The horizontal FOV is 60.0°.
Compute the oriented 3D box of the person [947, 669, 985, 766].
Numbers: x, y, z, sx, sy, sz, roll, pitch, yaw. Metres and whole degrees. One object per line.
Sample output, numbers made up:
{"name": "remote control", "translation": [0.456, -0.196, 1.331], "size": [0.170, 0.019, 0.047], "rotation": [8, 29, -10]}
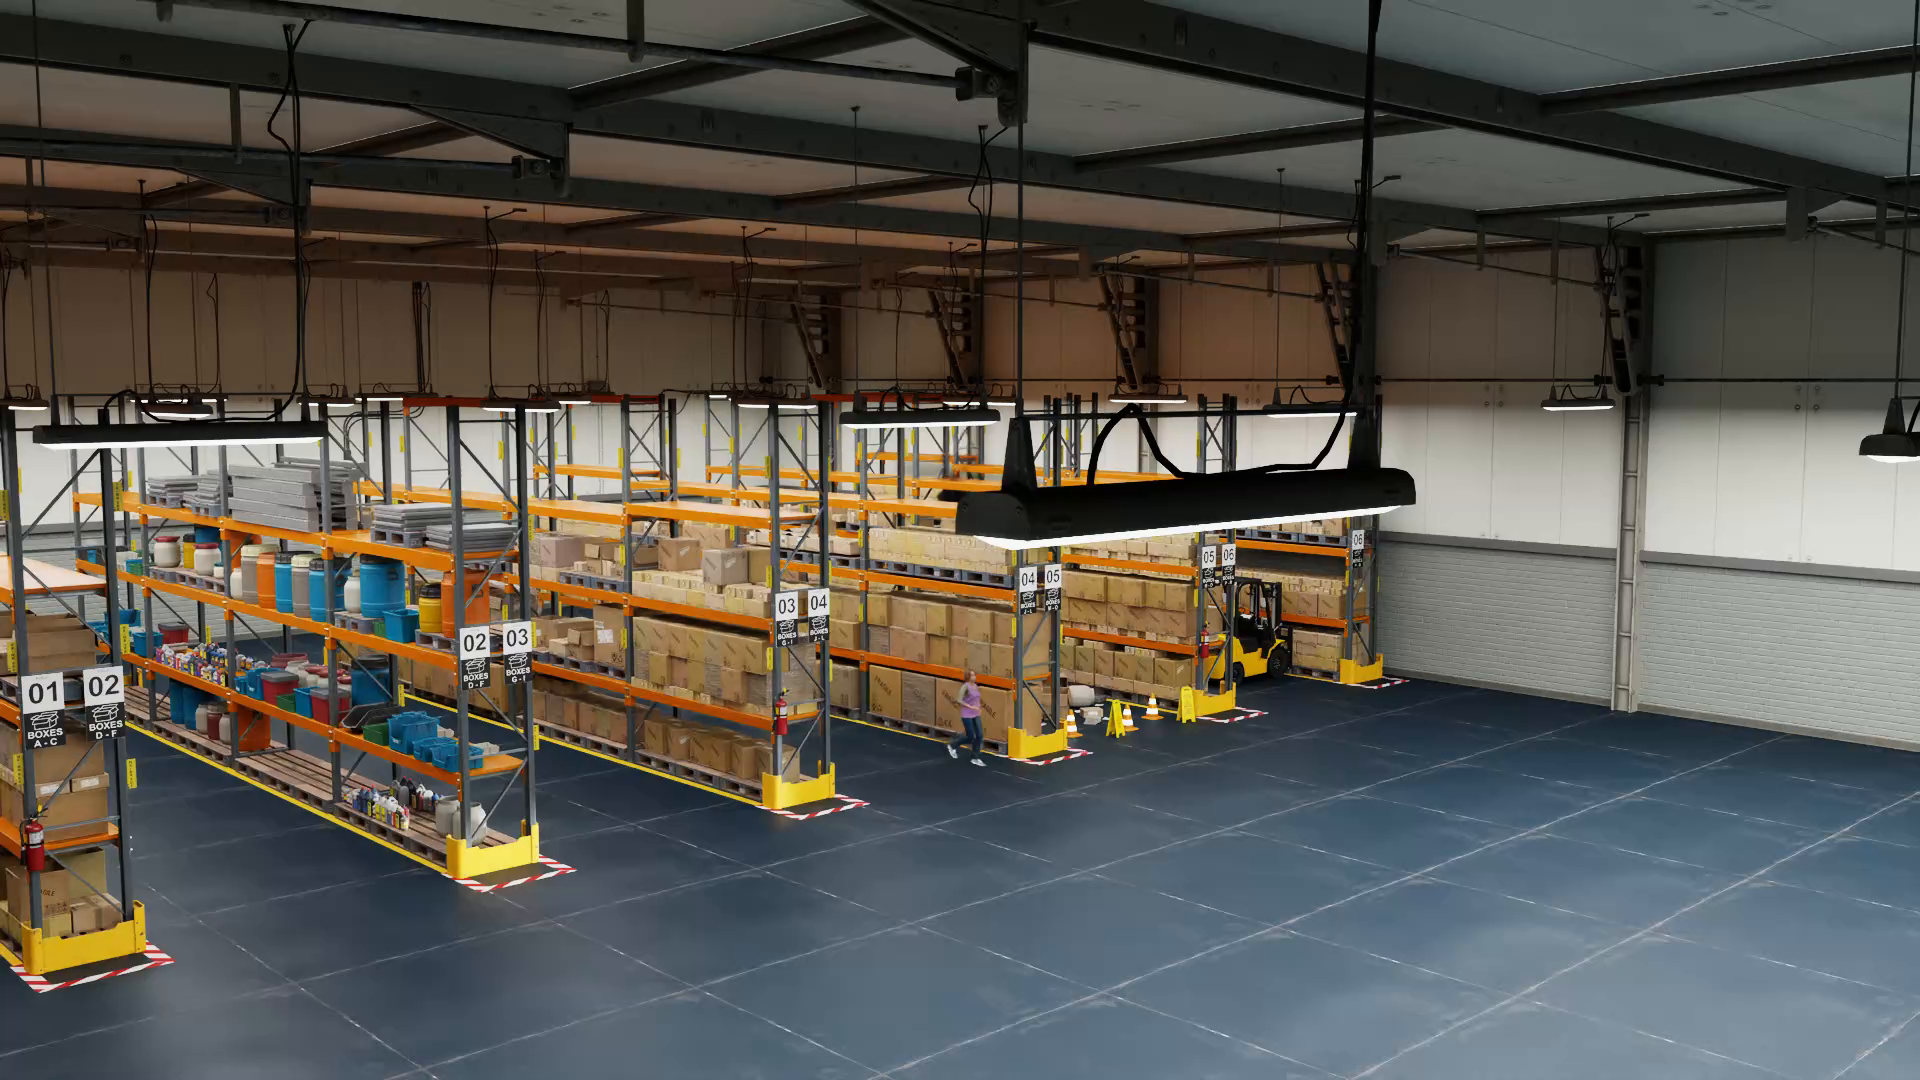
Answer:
{"name": "person", "translation": [0.120, 2.915, 27.375], "size": [0.669, 1.603, 0.548], "rotation": [4, 7, 34]}

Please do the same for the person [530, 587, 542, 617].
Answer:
{"name": "person", "translation": [-9.575, 1.865, 37.135], "size": [0.774, 1.827, 0.657], "rotation": [5, 8, 44]}
